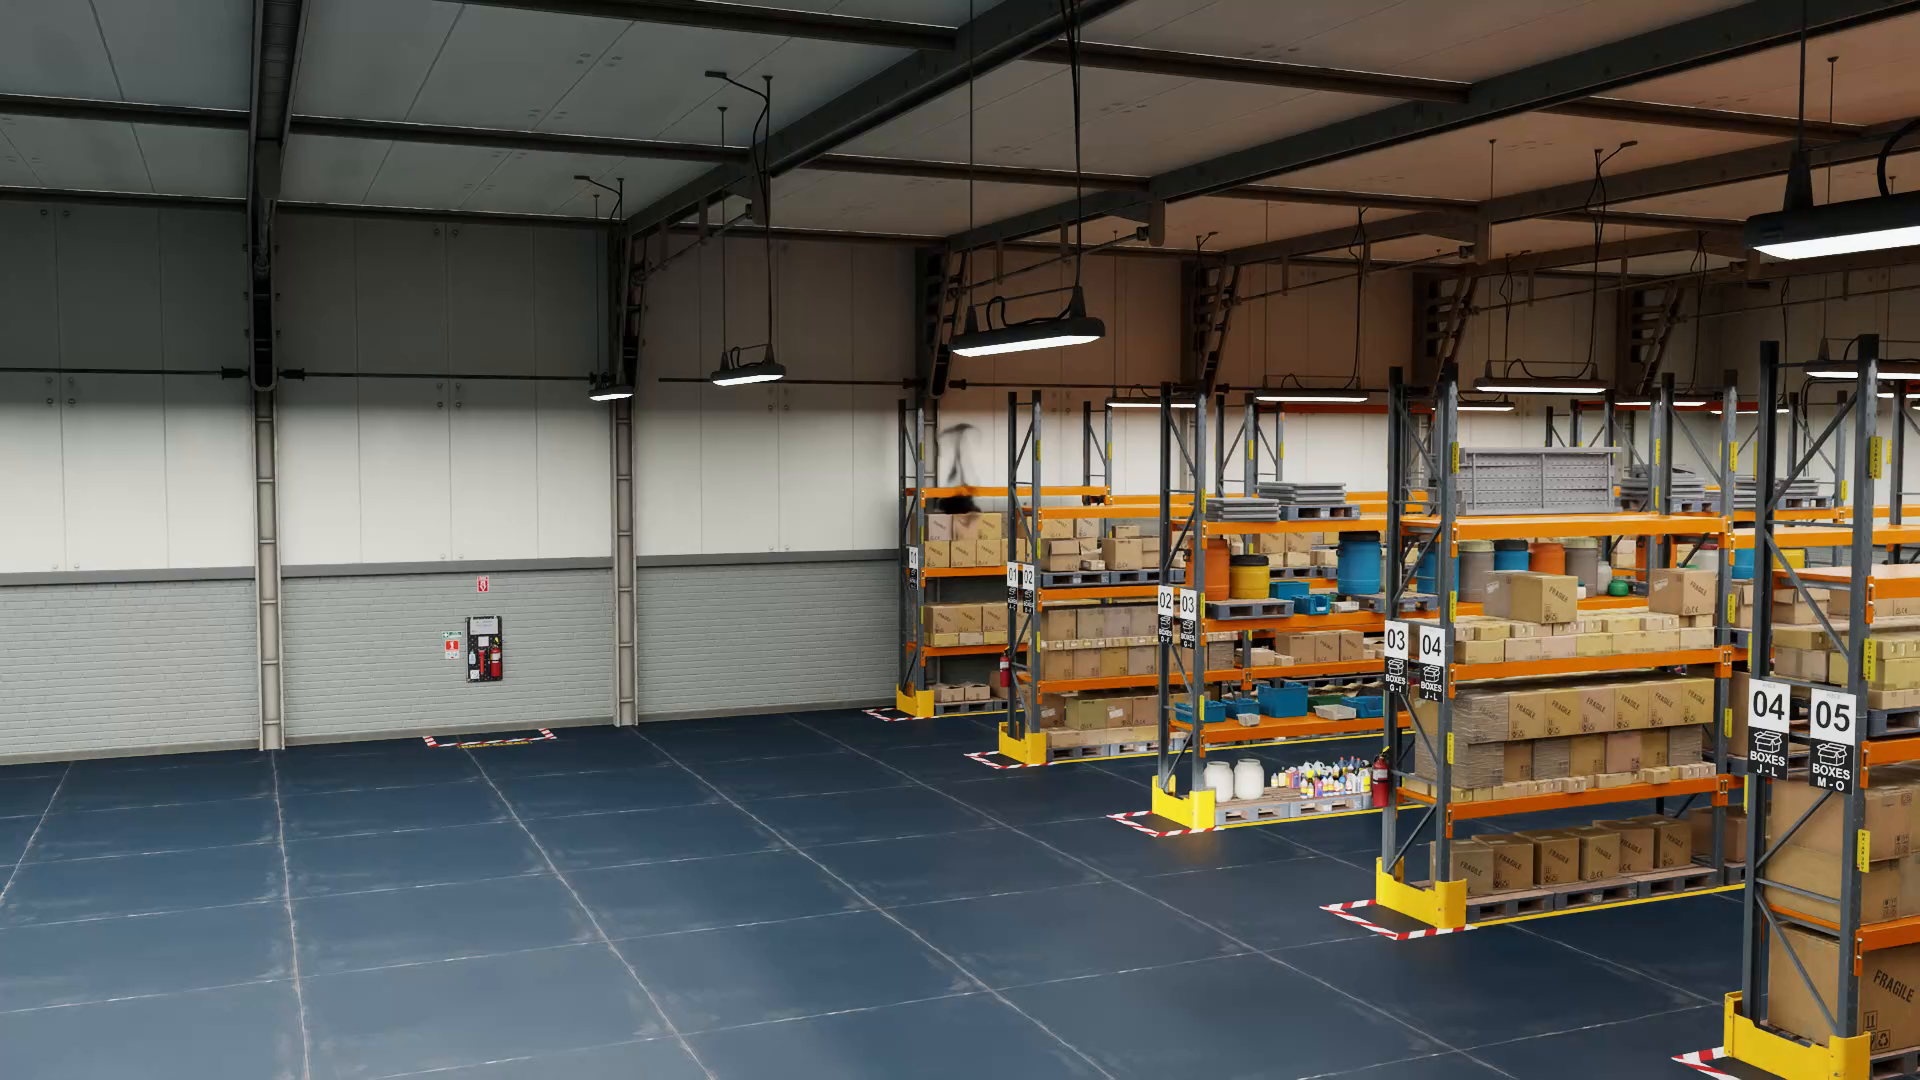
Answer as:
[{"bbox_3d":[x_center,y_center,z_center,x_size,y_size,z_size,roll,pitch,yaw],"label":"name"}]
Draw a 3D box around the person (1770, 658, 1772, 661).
[{"bbox_3d":[14.994,2.508,31.137,0.546,1.665,0.593,-3,4,-39],"label":"person"}]
